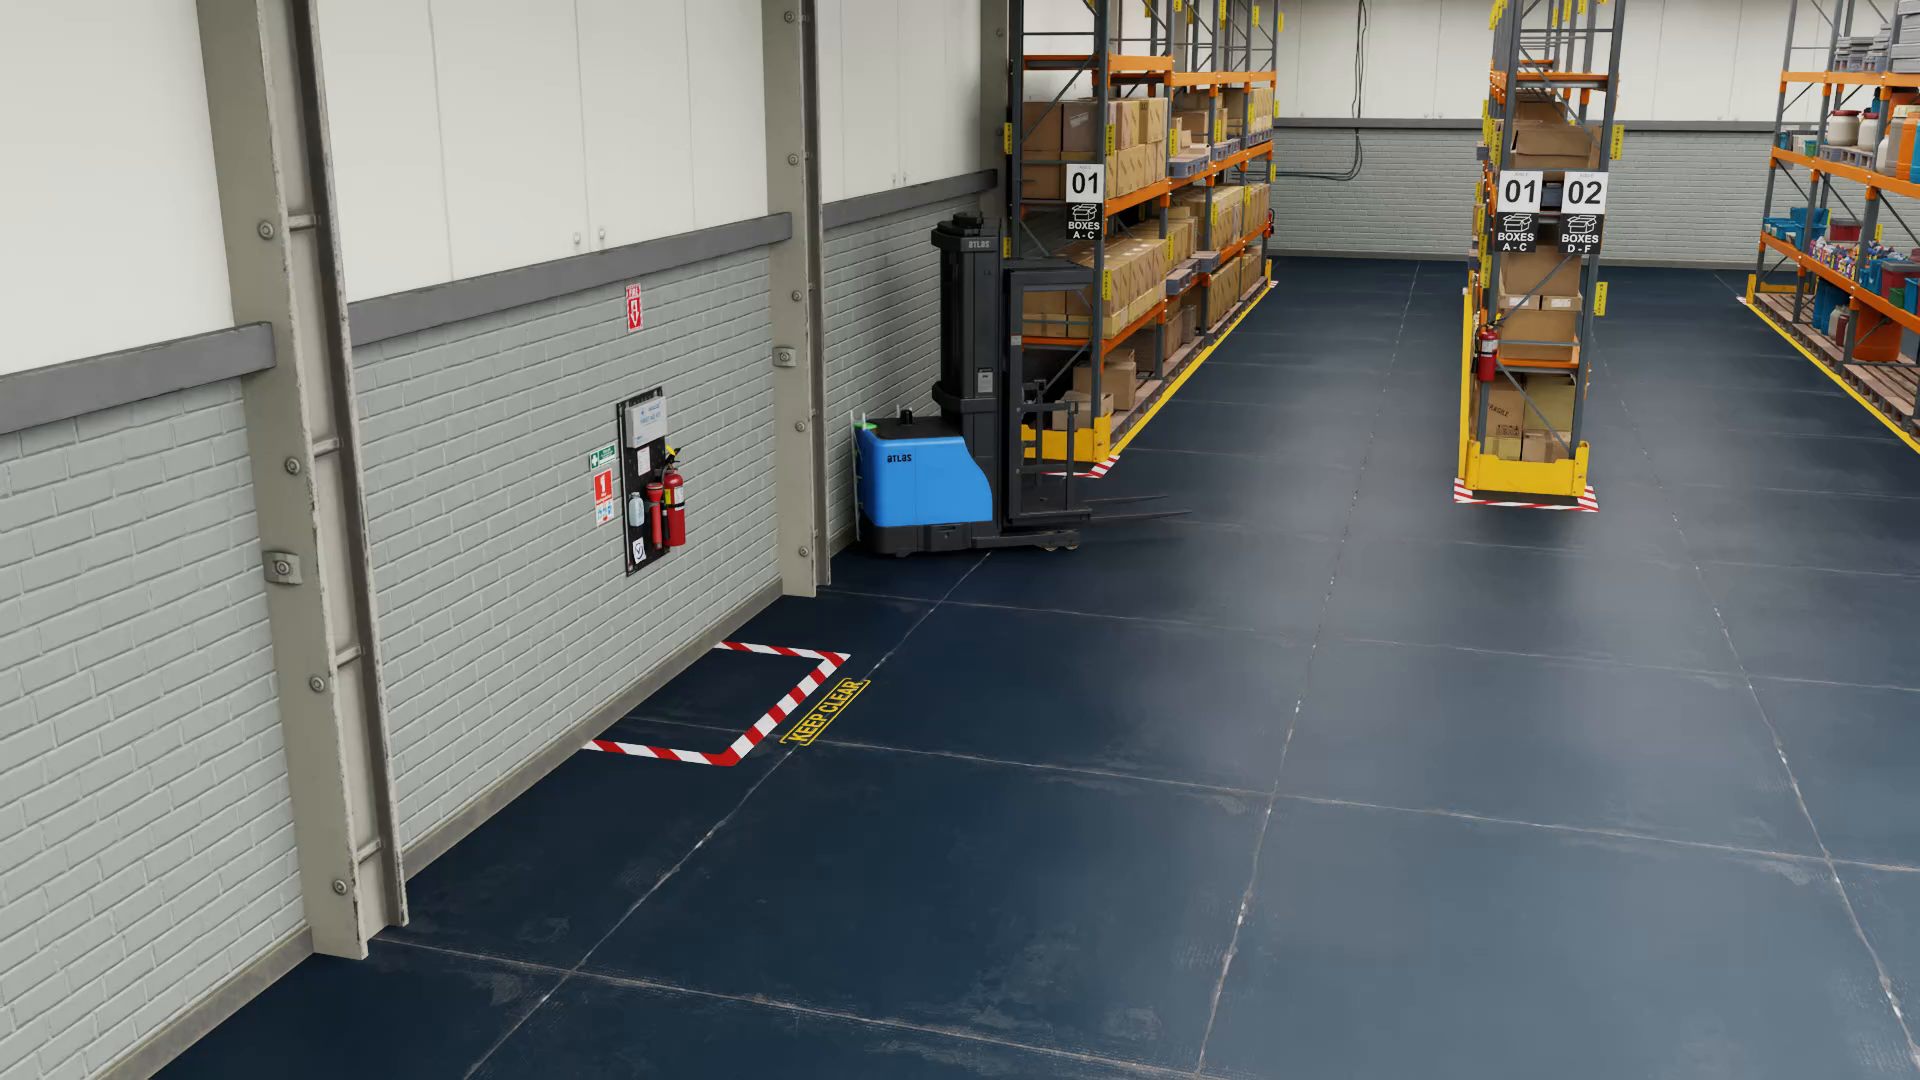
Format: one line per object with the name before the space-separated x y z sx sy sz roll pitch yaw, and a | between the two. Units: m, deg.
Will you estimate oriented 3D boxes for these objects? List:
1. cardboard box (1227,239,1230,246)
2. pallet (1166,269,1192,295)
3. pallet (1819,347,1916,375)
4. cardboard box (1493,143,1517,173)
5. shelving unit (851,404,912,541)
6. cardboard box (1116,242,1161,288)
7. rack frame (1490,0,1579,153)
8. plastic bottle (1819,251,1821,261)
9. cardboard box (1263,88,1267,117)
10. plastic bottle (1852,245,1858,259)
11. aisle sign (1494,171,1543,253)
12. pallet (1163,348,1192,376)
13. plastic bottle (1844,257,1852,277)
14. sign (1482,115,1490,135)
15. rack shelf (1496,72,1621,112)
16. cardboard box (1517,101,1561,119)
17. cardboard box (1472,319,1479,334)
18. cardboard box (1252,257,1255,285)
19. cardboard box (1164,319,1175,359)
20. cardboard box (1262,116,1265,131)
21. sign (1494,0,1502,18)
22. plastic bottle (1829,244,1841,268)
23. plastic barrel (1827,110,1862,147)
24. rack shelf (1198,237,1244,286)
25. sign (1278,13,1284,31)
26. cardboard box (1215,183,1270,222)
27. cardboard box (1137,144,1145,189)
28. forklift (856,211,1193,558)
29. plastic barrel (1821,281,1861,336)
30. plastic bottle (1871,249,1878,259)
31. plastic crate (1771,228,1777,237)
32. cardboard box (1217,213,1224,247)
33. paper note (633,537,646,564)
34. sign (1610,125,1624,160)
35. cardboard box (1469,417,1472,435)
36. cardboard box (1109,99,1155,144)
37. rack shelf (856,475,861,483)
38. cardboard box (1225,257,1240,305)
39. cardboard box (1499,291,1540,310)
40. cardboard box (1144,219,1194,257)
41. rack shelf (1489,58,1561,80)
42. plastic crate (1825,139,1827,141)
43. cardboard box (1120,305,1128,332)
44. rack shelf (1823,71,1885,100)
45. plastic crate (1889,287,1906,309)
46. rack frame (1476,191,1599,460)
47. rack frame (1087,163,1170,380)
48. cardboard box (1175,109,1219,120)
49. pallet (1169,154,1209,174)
cardboard box | 4.316 -5.012 27.845 0.380 0.149 0.250 5 16 16
pallet | 2.541 -3.501 22.448 1.003 0.211 1.213 5 16 16
pallet | 13.004 -2.551 23.857 1.003 0.211 1.213 5 16 16
cardboard box | 6.031 -4.112 17.890 0.500 0.311 0.500 7 17 22
shelving unit | -0.691 -0.600 15.145 0.503 1.200 0.258 -10 15 -31
cardboard box | 2.210 -3.424 20.690 0.500 0.500 0.500 5 16 16
rack frame | 8.072 -6.954 23.277 1.000 3.000 0.127 5 16 16
plastic bottle | 13.241 -4.368 25.515 0.097 0.201 0.097 0 16 0
cardboard box | 5.355 -8.046 30.572 0.500 0.500 0.500 4 16 13
plastic bottle | 14.030 -4.511 26.020 0.097 0.201 0.097 0 16 0
aisle sign | 5.498 -3.231 16.381 0.394 0.787 0.004 5 16 16
pallet | 2.749 -2.587 23.985 1.003 0.211 1.213 5 16 16
plastic bottle | 12.697 -3.900 23.739 0.097 0.271 0.097 0 16 0
sign | 8.686 -6.846 27.447 0.100 0.325 0.005 5 16 16
rack shelf | 6.367 -4.846 17.895 1.077 0.370 4.000 5 16 16
cardboard box | 7.288 -5.264 20.947 0.500 0.500 0.500 6 17 21
cardboard box | 7.500 -2.965 23.447 0.500 0.311 0.500 4 16 14
cardboard box | 5.207 -5.090 31.511 0.700 0.500 0.500 4 16 14
cardboard box | 2.660 -2.877 23.671 0.700 0.500 0.500 5 17 17
cardboard box | 5.351 -7.680 30.656 0.500 0.250 0.500 4 16 14
sign | 7.549 -7.481 23.278 0.100 0.325 0.005 5 16 16
plastic bottle | 13.026 -4.219 24.718 0.144 0.351 0.185 5 16 16
plastic barrel | 13.567 -6.322 25.525 0.433 0.535 0.433 0 16 0
rack shelf | 3.890 -4.628 27.389 1.077 0.370 4.000 5 16 16
sign | 6.111 -9.872 31.707 0.100 0.325 0.005 5 16 16
cardboard box | 5.459 -6.554 32.311 0.980 0.700 0.700 5 17 18
cardboard box | 1.845 -4.343 19.347 0.500 0.500 0.500 6 17 19
forklift | 0.605 -1.450 14.991 3.031 2.935 1.130 -4 16 -13
plastic barrel | 13.584 -3.596 25.506 0.600 0.901 0.708 5 16 16
plastic bottle | 13.678 -4.221 24.870 0.097 0.271 0.097 0 16 0
plastic crate | 14.344 -5.384 29.108 0.250 0.136 0.298 5 16 16
cardboard box | 3.862 -4.896 26.248 0.500 0.500 0.500 5 17 18
paper note | -2.143 0.070 11.122 0.016 0.148 0.142 5 16 16
sign | 6.329 -3.832 16.020 0.100 0.325 0.005 5 16 16
cardboard box | 5.798 -1.149 18.074 0.500 0.250 0.500 5 16 16
cardboard box | 2.018 -4.953 19.666 0.500 0.500 0.500 4 16 14
rack shelf | -0.688 -0.537 15.160 0.480 0.148 0.258 -10 15 -31
cardboard box | 4.398 -4.485 28.737 0.750 0.750 0.750 5 17 17
cardboard box | 5.724 -2.450 17.019 0.380 0.149 0.250 4 16 15
cardboard box | 3.064 -4.439 24.414 0.700 0.500 0.500 3 16 11
rack shelf | 9.777 -8.176 28.910 1.077 0.370 4.000 5 16 16
plastic crate | 15.087 -6.837 28.749 0.450 0.188 0.336 5 16 16
cardboard box | 1.625 -2.536 18.931 0.500 0.250 0.500 4 16 14
rack shelf | 13.388 -6.554 23.917 1.077 0.370 4.000 5 16 16
plastic crate | 11.907 -3.012 20.761 0.450 0.188 0.662 5 16 16
rack frame | 5.798 -1.975 16.716 1.000 3.000 0.127 5 16 16
rack frame | 2.184 -3.405 21.757 1.000 3.000 0.127 5 16 16
cardboard box | 3.803 -6.702 26.896 0.700 0.500 0.500 5 16 16
pallet | 2.754 -5.182 22.871 1.213 0.211 1.003 5 16 16
